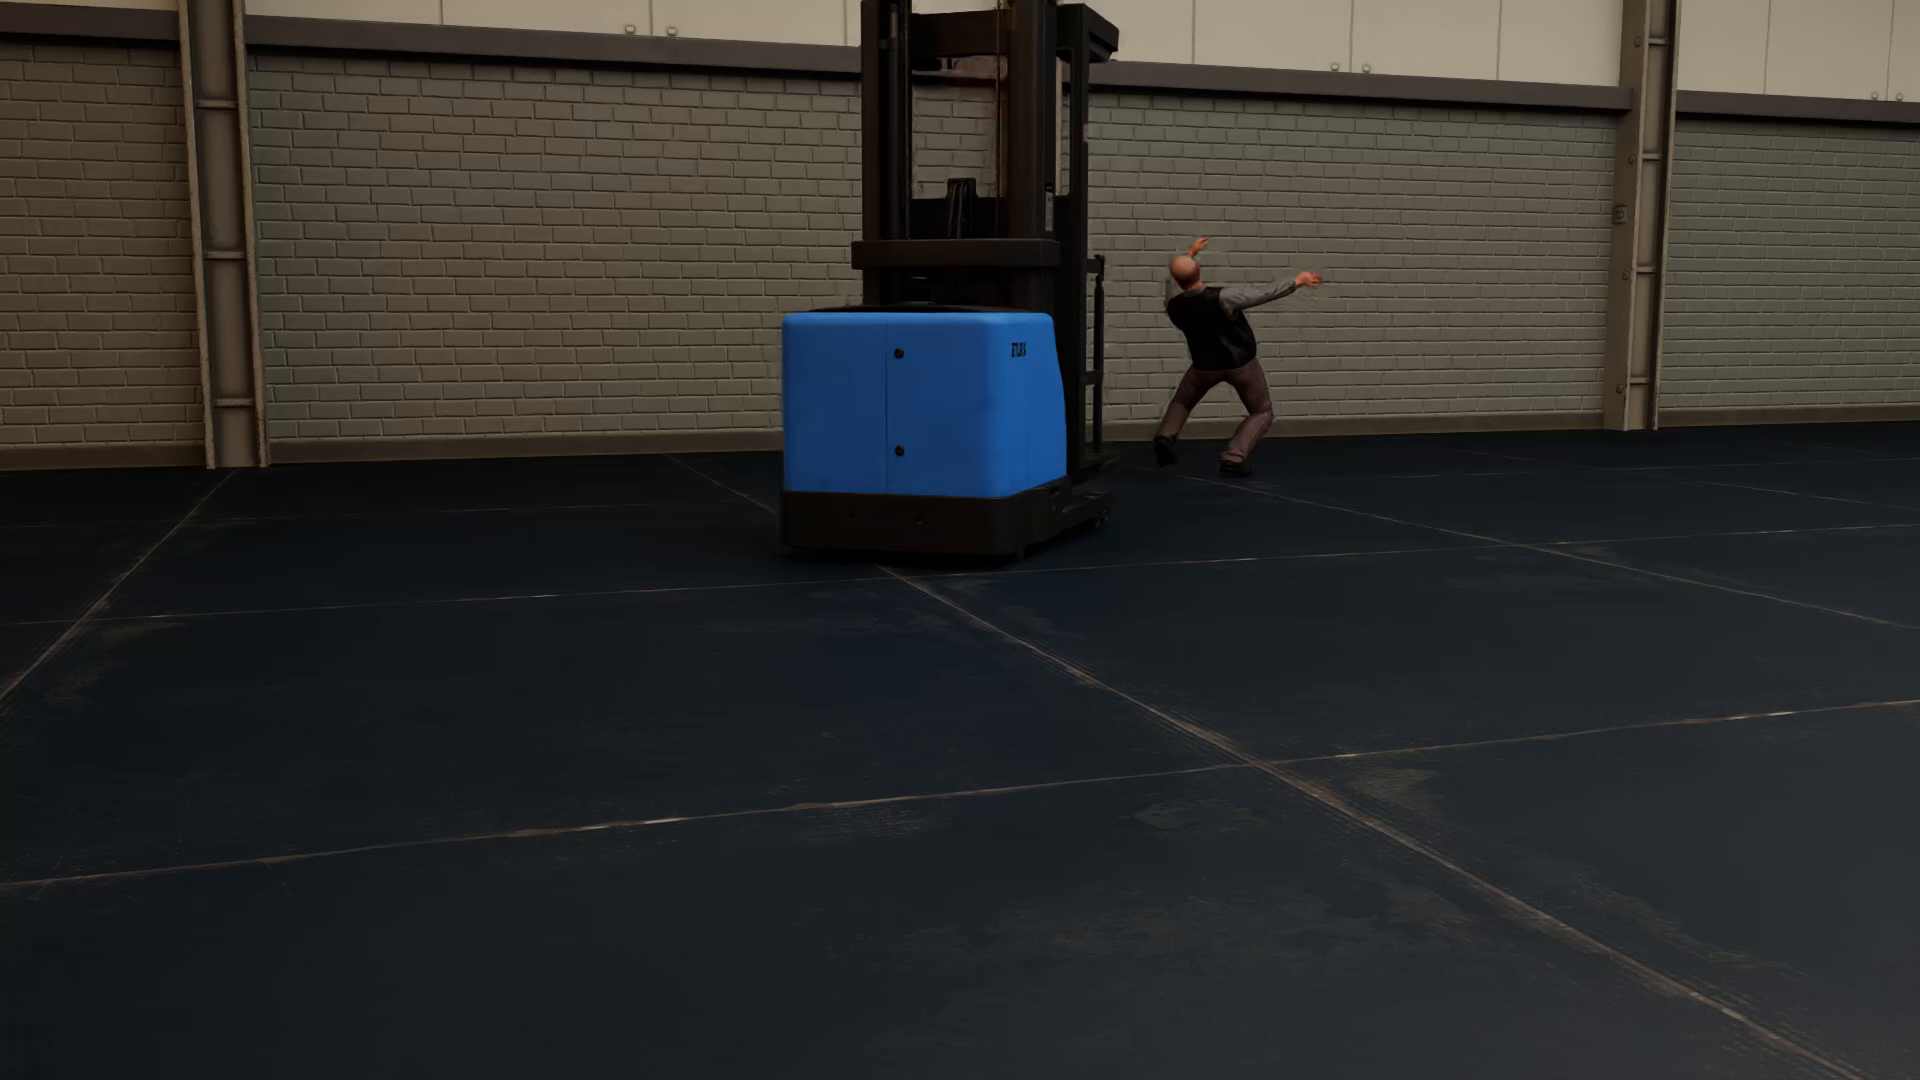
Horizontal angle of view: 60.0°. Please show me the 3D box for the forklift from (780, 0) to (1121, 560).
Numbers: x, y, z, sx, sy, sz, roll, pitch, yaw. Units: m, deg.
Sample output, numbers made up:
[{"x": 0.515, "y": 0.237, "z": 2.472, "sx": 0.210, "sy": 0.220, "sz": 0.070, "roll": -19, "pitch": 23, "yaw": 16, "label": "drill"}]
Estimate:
[{"x": 0.154, "y": -1.528, "z": 8.286, "sx": 1.130, "sy": 2.935, "sz": 3.031, "roll": 2, "pitch": 8, "yaw": 18, "label": "forklift"}]

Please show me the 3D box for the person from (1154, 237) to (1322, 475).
[{"x": 1.804, "y": -1.211, "z": 10.916, "sx": 1.039, "sy": 1.571, "sz": 0.664, "roll": 4, "pitch": 9, "yaw": 25, "label": "person"}]
